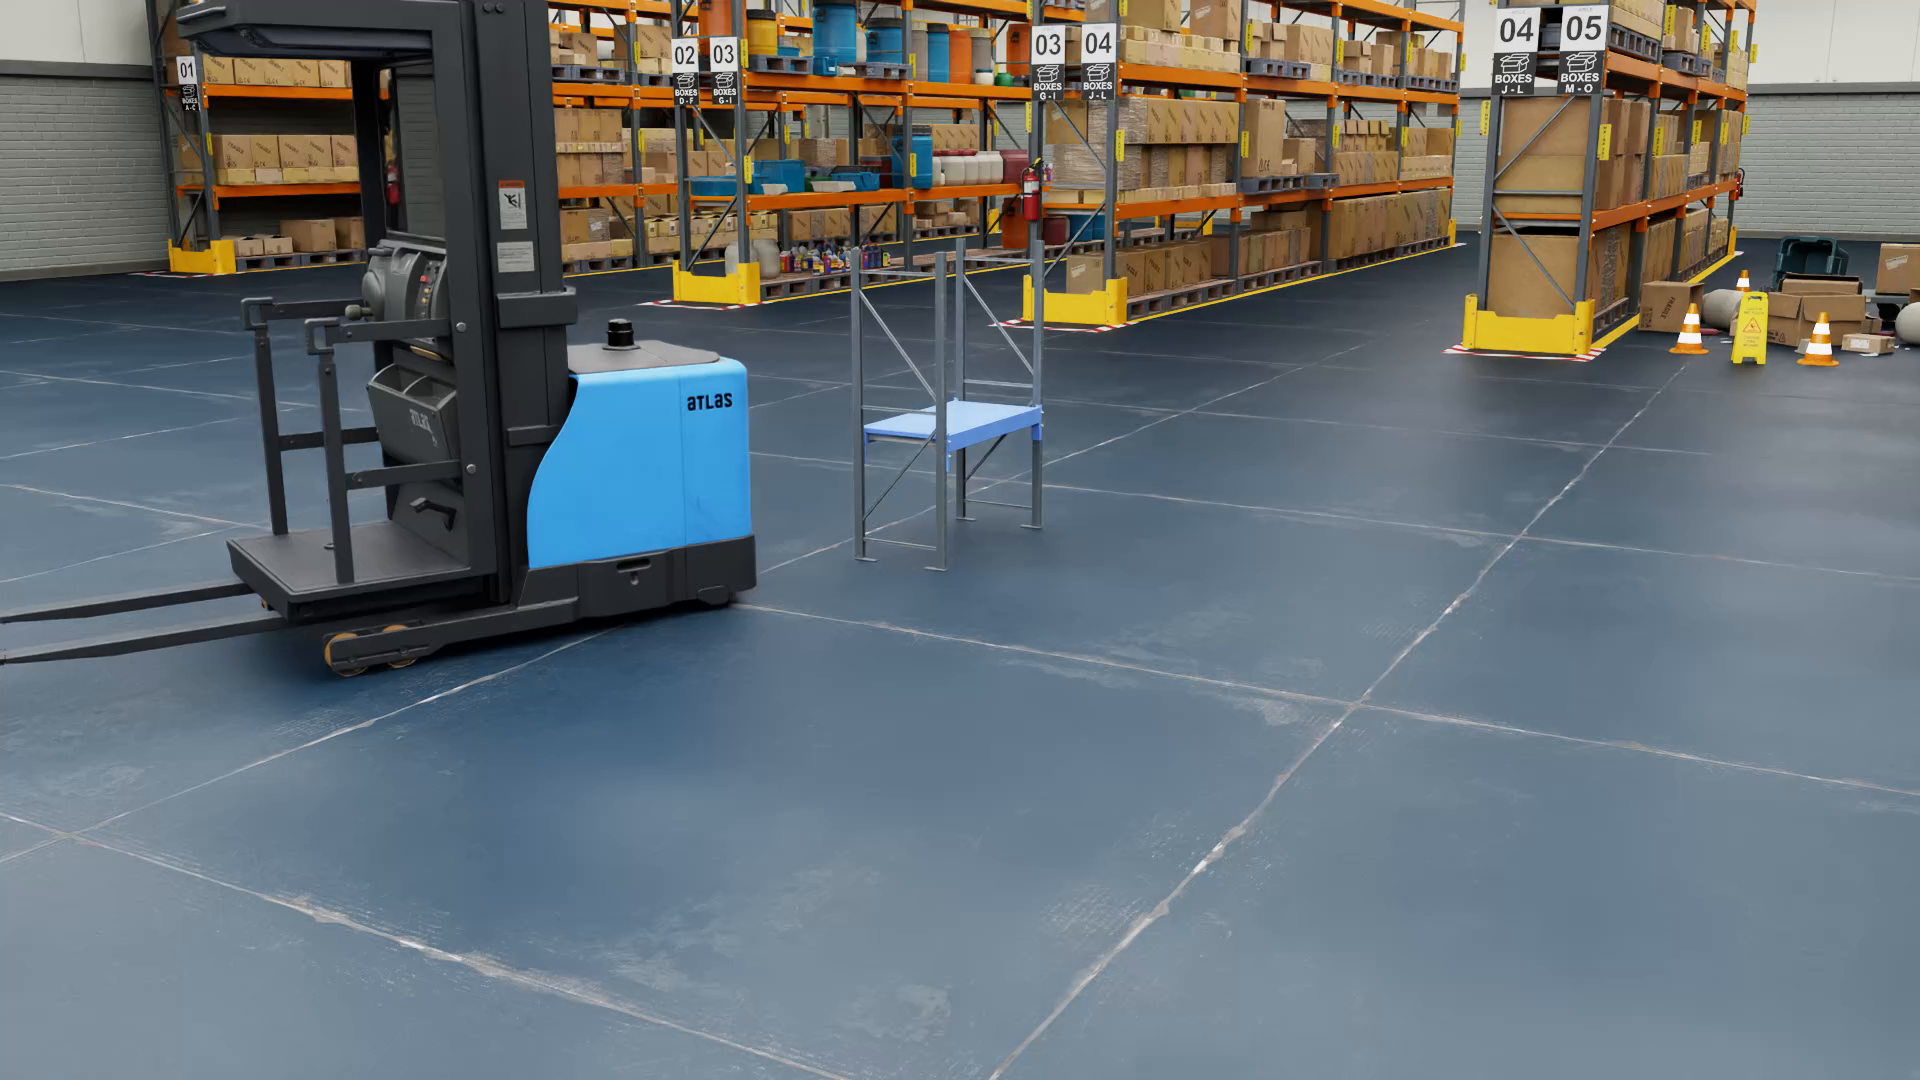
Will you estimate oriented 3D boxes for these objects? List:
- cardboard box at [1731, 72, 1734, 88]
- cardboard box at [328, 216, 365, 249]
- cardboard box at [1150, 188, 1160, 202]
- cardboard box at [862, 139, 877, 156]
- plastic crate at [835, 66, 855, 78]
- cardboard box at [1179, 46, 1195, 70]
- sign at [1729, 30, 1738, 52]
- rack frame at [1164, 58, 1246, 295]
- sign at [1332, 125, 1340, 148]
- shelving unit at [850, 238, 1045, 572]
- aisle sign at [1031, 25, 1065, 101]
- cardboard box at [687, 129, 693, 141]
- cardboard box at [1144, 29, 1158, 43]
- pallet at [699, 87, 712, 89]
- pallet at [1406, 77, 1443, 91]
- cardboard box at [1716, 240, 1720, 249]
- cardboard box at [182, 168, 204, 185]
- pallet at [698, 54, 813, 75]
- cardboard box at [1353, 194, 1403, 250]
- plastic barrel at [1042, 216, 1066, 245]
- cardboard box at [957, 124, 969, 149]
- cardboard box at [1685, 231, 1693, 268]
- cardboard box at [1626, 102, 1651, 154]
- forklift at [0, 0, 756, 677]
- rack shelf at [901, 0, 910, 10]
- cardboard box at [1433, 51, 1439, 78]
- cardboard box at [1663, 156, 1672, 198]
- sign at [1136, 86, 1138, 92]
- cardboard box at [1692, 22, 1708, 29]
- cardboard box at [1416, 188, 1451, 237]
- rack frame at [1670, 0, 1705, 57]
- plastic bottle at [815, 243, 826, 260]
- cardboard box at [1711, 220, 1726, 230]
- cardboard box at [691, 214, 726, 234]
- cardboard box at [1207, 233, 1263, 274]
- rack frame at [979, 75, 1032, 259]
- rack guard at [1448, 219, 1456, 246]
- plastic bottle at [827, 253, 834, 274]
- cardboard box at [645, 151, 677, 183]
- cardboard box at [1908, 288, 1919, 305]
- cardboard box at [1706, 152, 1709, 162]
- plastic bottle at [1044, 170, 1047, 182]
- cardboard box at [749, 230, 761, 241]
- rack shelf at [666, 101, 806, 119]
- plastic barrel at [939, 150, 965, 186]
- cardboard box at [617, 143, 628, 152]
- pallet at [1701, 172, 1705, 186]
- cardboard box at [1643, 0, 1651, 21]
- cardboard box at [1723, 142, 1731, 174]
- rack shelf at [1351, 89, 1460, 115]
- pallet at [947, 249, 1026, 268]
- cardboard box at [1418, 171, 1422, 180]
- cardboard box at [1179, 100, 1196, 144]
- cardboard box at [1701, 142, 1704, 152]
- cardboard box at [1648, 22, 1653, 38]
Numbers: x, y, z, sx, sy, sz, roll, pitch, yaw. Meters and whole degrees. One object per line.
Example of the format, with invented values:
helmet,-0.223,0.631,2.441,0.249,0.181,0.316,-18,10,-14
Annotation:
cardboard box,12.036,-7.345,26.519,0.500,0.250,0.500,7,15,27
cardboard box,-10.288,-5.197,28.084,0.500,0.500,0.500,6,15,24
cardboard box,2.101,-4.023,19.359,0.380,0.149,0.250,7,15,28
cardboard box,-2.041,-7.677,32.869,0.700,0.500,0.500,2,14,9
plastic crate,-1.571,-6.248,22.212,0.243,0.136,0.396,7,15,28
cardboard box,2.446,-5.681,19.619,0.500,0.250,0.500,8,16,30
sign,11.835,-7.629,25.436,0.100,0.325,0.005,7,15,28
rack frame,3.187,-4.732,21.761,1.000,3.000,0.127,7,15,28
sign,5.600,-6.017,24.792,0.100,0.325,0.005,7,15,28
shelving unit,-0.041,-0.712,8.285,0.538,1.500,1.048,7,15,28
aisle sign,0.961,-5.196,18.141,0.394,0.787,0.004,7,15,28
cardboard box,-5.956,-8.500,34.898,0.500,0.250,0.500,8,16,29
cardboard box,2.007,-5.677,18.748,0.380,0.149,0.250,8,16,30
pallet,-4.337,-7.663,27.922,1.003,0.211,1.213,8,16,31
pallet,8.050,-8.204,29.954,1.003,0.211,1.213,7,15,28
cardboard box,12.644,-5.024,28.159,0.380,0.149,0.250,8,16,29
cardboard box,-11.699,-5.650,25.845,0.500,0.250,0.500,8,16,29
pallet,-2.597,-5.998,21.014,1.003,0.211,1.213,7,15,28
cardboard box,6.762,-5.411,28.215,1.225,0.875,0.875,7,15,28
plastic barrel,1.552,-5.480,29.112,0.600,0.588,0.708,7,15,28
cardboard box,-0.147,-8.519,35.121,0.500,0.500,0.500,8,16,30
cardboard box,10.219,-4.179,23.904,0.500,0.500,0.500,8,15,29
cardboard box,7.107,-4.549,18.380,0.875,0.550,0.550,7,15,28
forklift,-2.403,-1.042,6.602,3.031,2.935,1.130,-9,16,-34
rack shelf,-2.116,-7.255,21.815,1.077,0.370,4.000,7,15,28
cardboard box,8.406,-8.739,30.659,0.700,0.500,0.500,7,15,26
cardboard box,8.457,-4.481,20.508,0.500,0.500,0.500,7,15,28
sign,3.199,-8.334,30.284,0.100,0.325,0.005,7,15,28
cardboard box,10.100,-7.006,22.949,0.396,0.266,0.258,7,15,28
cardboard box,8.749,-6.225,31.591,0.875,0.875,0.875,7,15,28
rack frame,9.414,-7.886,22.045,1.000,3.000,0.127,7,15,28
plastic bottle,-1.994,-4.062,23.695,0.144,0.351,0.185,7,15,26
cardboard box,12.799,-5.361,28.290,0.380,0.149,0.250,8,16,30
cardboard box,-4.323,-5.367,28.171,0.500,0.311,0.500,8,16,30
cardboard box,3.750,-3.950,22.912,0.700,0.500,0.500,7,15,28
rack frame,0.785,-6.114,27.493,1.000,3.000,0.127,7,15,28
rack guard,9.000,-5.984,32.287,1.175,0.500,0.348,7,15,28
plastic bottle,-1.768,-3.767,22.641,0.097,0.271,0.097,0,14,0
cardboard box,-4.843,-6.167,27.502,0.500,0.500,0.500,9,16,32
cardboard box,10.153,-2.330,17.124,0.500,0.500,0.500,-5,14,-20
cardboard box,11.328,-5.913,25.666,0.380,0.149,0.250,8,16,30
plastic bottle,1.404,-6.110,27.901,0.097,0.201,0.097,0,14,0
cardboard box,-3.836,-5.301,29.094,0.500,0.250,0.500,7,15,27
rack shelf,-4.987,-9.576,36.988,1.077,0.370,4.000,7,15,28
plastic barrel,-0.140,-5.681,25.408,0.433,0.535,0.433,0,14,0
cardboard box,-5.427,-6.139,26.000,0.380,0.149,0.250,7,15,28
pallet,10.850,-5.557,25.593,1.003,0.211,1.213,7,15,28
cardboard box,6.979,-5.596,17.520,0.500,0.250,0.500,7,15,28
cardboard box,12.315,-6.258,27.245,0.500,0.500,0.500,7,15,27
rack shelf,8.021,-7.892,30.004,1.077,0.370,4.000,7,15,28
pallet,0.376,-4.604,27.179,1.003,0.211,1.213,7,15,28
cardboard box,7.991,-6.489,29.585,0.380,0.149,0.250,7,15,27
cardboard box,2.482,-4.980,19.810,0.500,0.500,0.500,7,15,28
cardboard box,10.942,-5.895,24.958,0.380,0.149,0.250,7,15,28
cardboard box,7.215,-5.470,17.848,0.380,0.149,0.250,7,15,28
